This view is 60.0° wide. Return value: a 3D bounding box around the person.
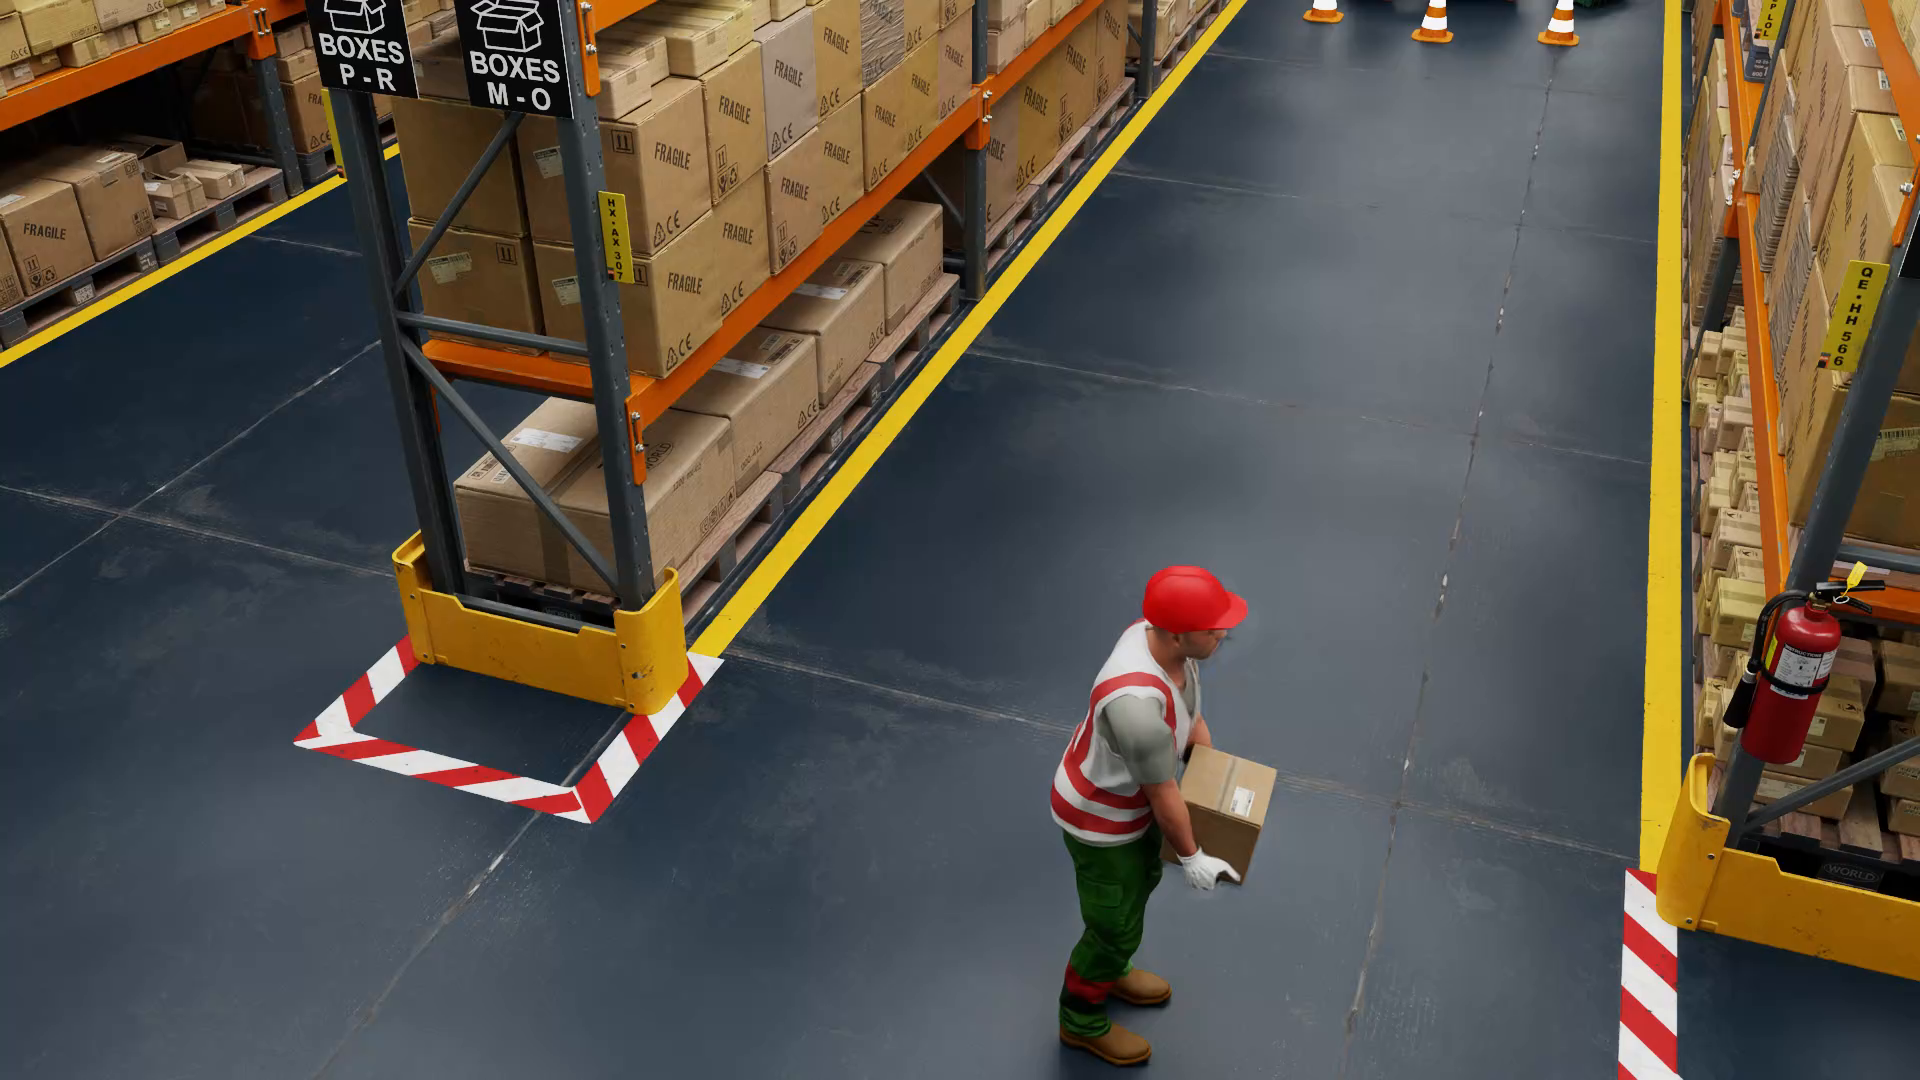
[{"bbox_3d":[0.567,0.809,4.894,0.583,1.760,0.491,10,34,16],"label":"person"}]
